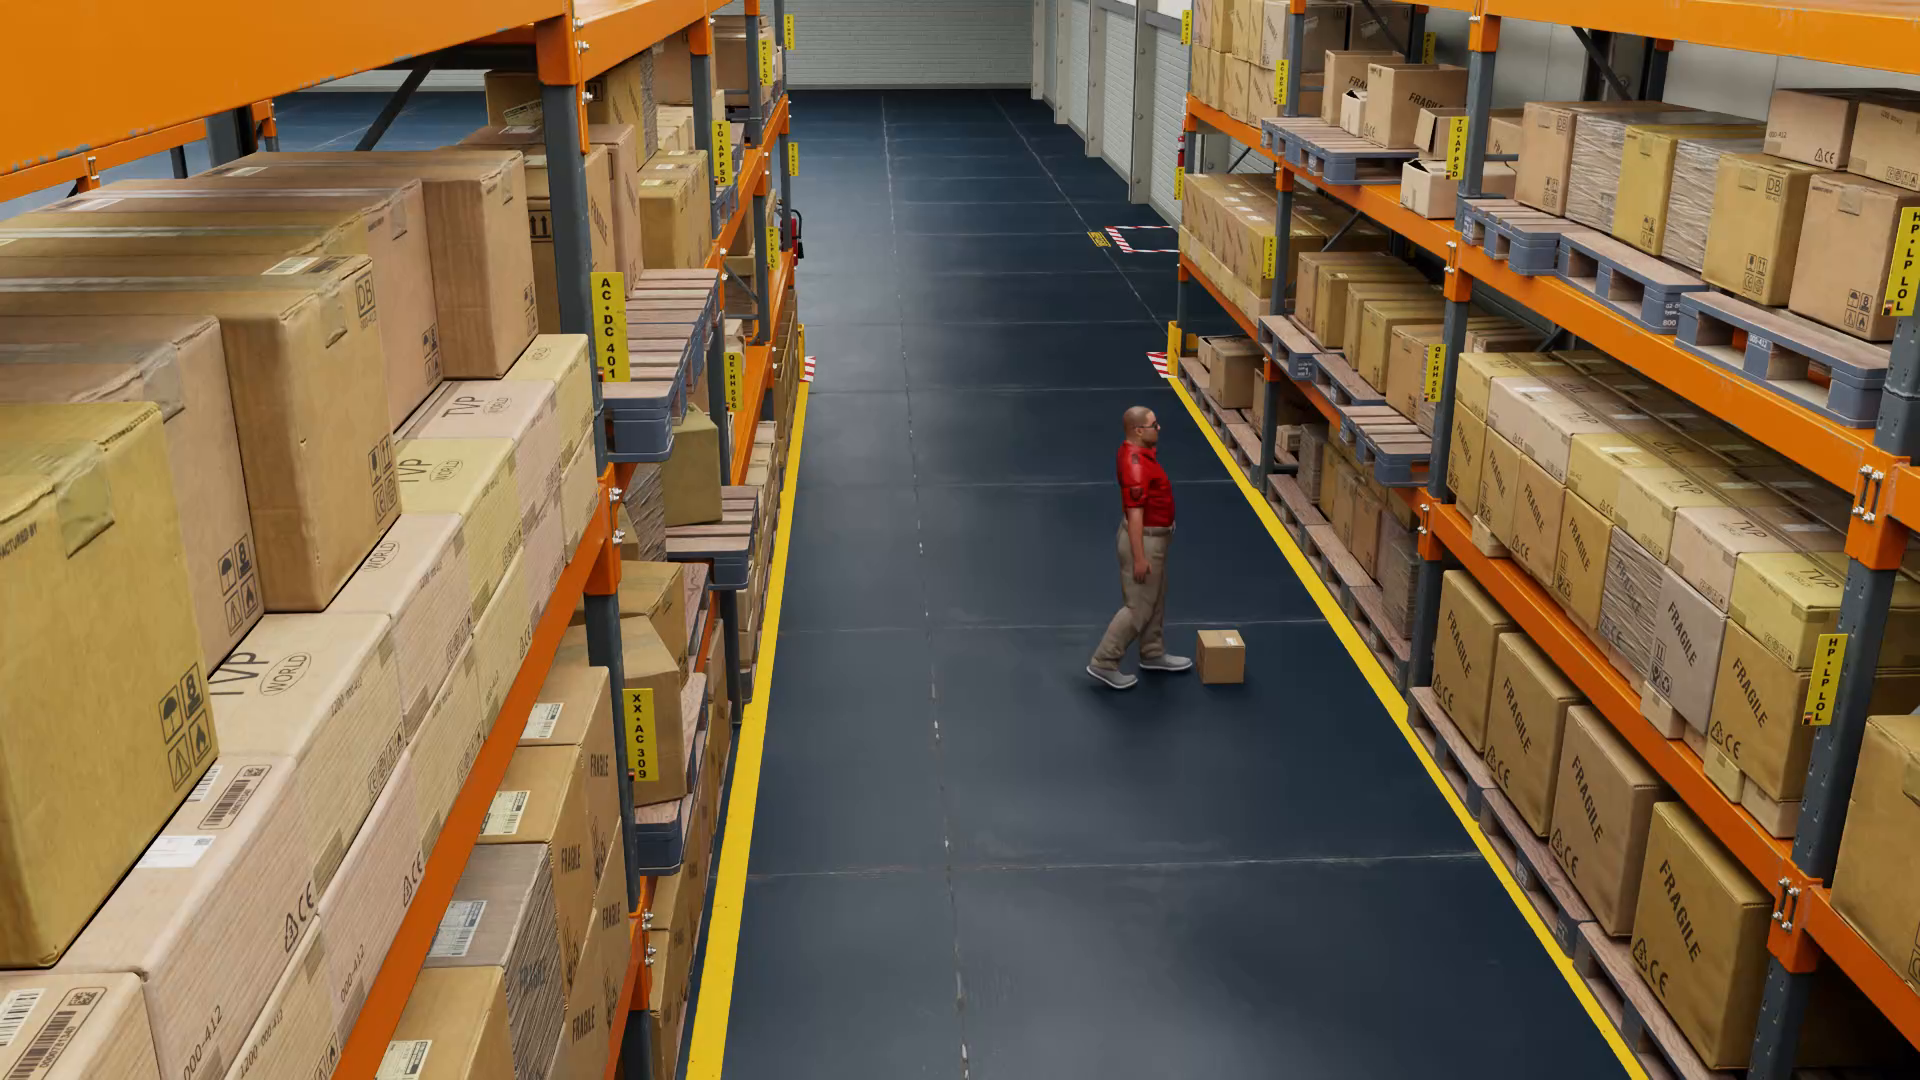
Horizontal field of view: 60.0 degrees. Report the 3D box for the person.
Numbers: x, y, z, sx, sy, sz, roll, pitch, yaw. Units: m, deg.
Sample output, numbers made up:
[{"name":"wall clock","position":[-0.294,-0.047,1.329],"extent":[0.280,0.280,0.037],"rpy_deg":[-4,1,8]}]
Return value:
[{"name":"person","position":[1.109,0.034,9.998],"extent":[0.670,1.725,0.555],"rpy_deg":[1,20,3]}]
